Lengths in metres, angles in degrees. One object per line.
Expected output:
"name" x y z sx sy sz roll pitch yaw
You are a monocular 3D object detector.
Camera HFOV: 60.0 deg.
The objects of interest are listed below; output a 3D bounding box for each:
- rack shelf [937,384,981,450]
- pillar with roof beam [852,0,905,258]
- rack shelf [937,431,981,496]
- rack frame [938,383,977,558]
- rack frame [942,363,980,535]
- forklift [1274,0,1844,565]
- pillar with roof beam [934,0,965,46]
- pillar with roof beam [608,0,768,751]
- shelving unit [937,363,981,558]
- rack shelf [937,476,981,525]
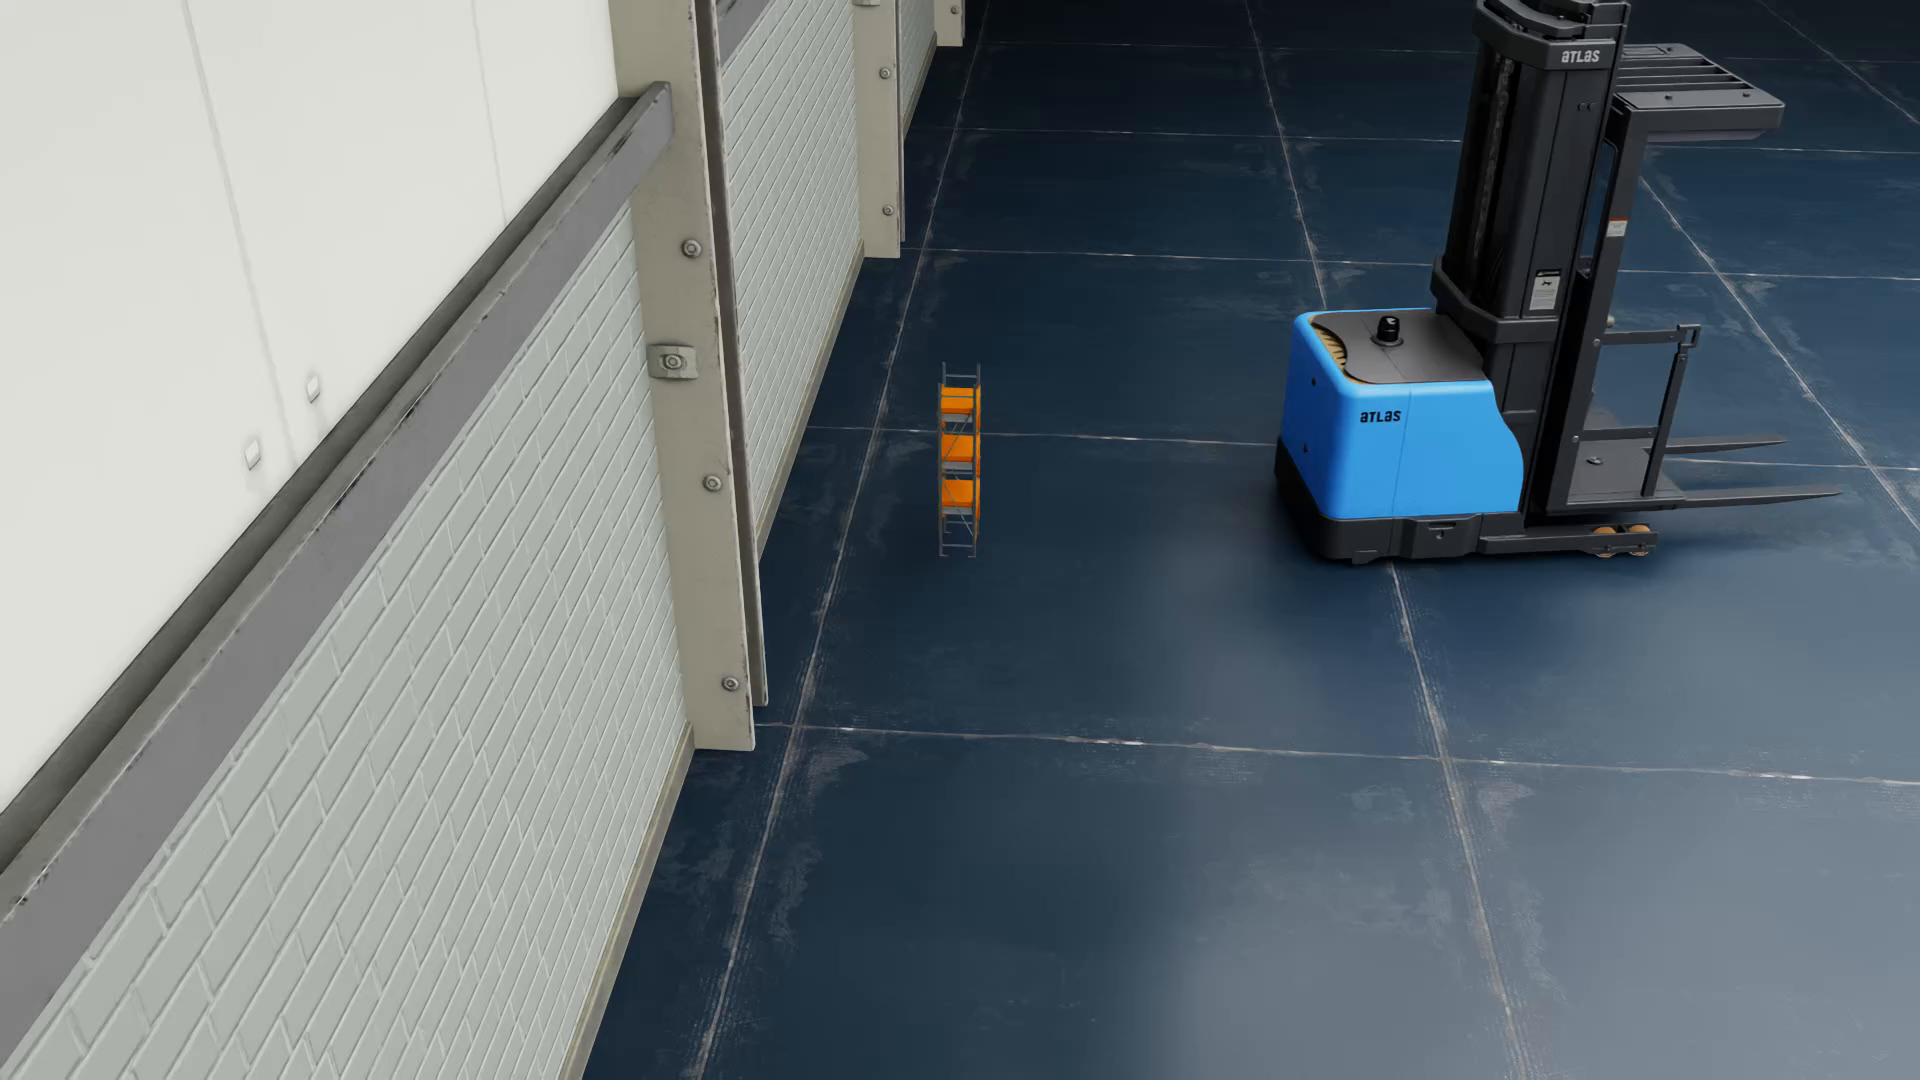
"rack shelf" -0.004 -0.652 8.786 0.215 0.259 0.240 2 32 4
"pillar with roof beam" 3.688 -5.921 10.281 9.100 9.000 0.400 2 32 4
"rack shelf" -0.004 -0.410 8.935 0.215 0.259 0.240 2 32 4
"rack frame" -0.014 -0.355 8.826 0.200 1.050 0.008 2 32 4
"rack frame" 0.006 -0.483 9.033 0.200 1.050 0.008 2 32 4
"forklift" 3.388 -1.426 8.770 3.031 2.935 1.130 -3 32 -4
"pillar with roof beam" 4.176 -9.058 15.372 9.100 9.000 0.400 2 32 4
"pillar with roof beam" 3.199 -2.784 5.190 9.100 9.000 0.400 2 32 4
"shelving unit" -0.004 -0.419 8.929 0.215 1.050 0.252 2 32 4
"rack shelf" -0.004 -0.173 9.081 0.215 0.259 0.240 2 32 4
